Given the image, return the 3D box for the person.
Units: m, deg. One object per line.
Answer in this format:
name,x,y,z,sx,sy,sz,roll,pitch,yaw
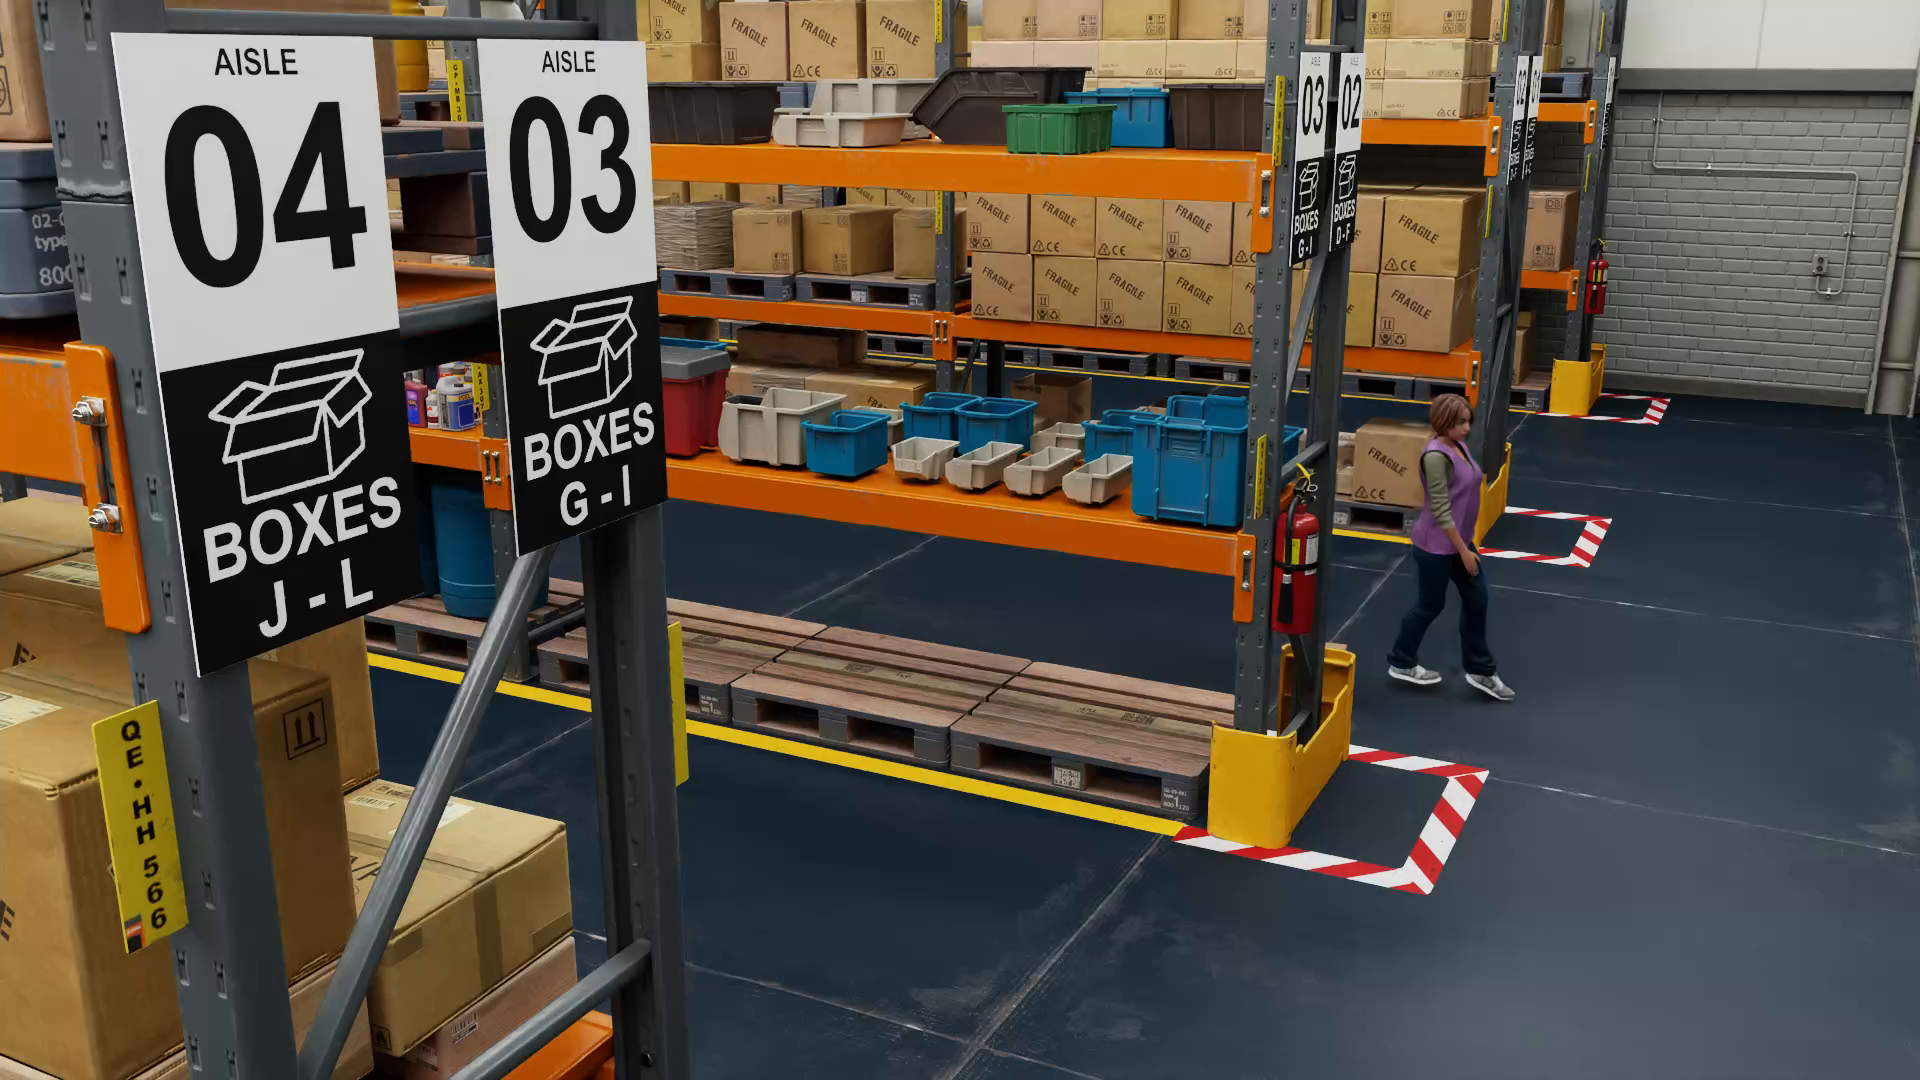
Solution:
person,2.499,0.047,8.405,0.633,1.615,0.486,12,20,35
